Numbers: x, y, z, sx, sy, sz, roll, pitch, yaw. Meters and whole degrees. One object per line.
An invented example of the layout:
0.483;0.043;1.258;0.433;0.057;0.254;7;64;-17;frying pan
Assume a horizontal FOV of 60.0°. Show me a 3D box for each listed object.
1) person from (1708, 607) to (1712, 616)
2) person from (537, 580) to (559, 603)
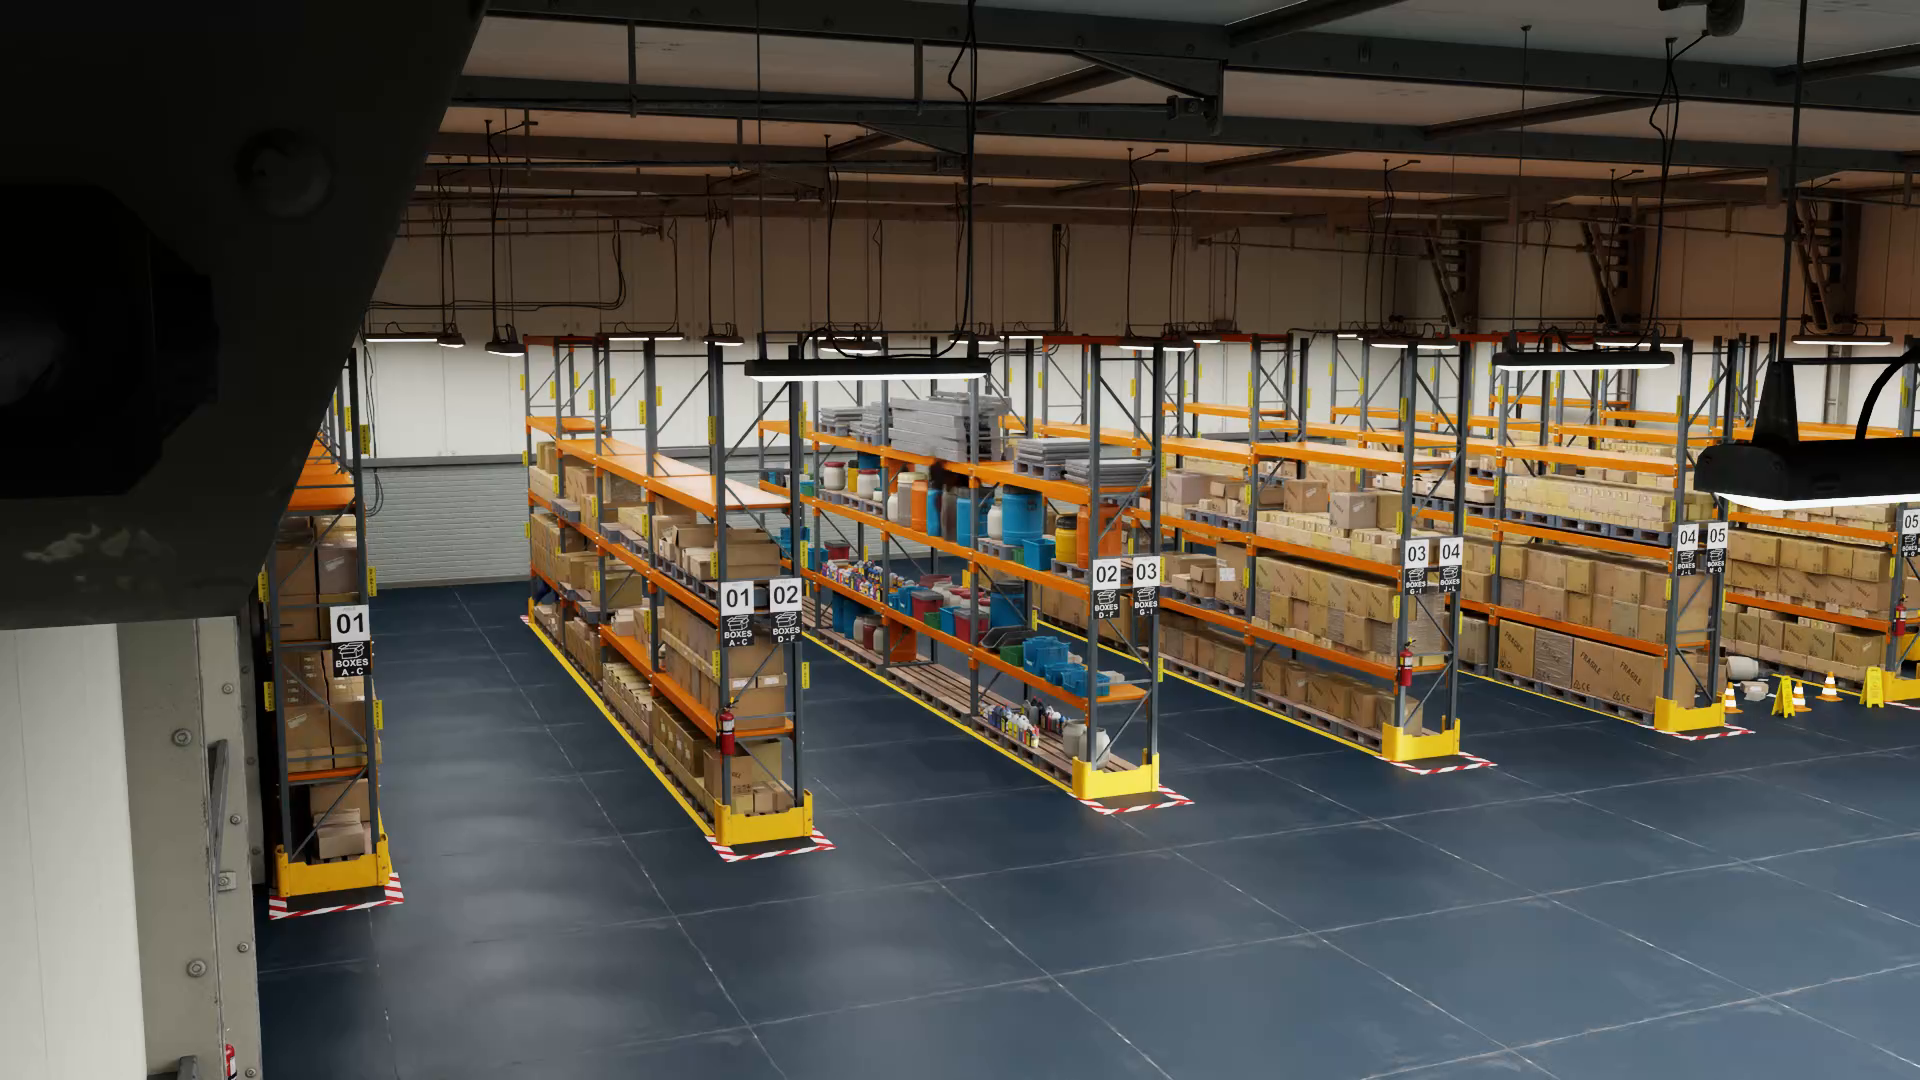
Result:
15.345;1.137;33.888;0.566;1.424;0.757;-7;10;-41;person
-8.897;0.761;35.950;0.862;1.632;0.595;-3;8;-18;person
